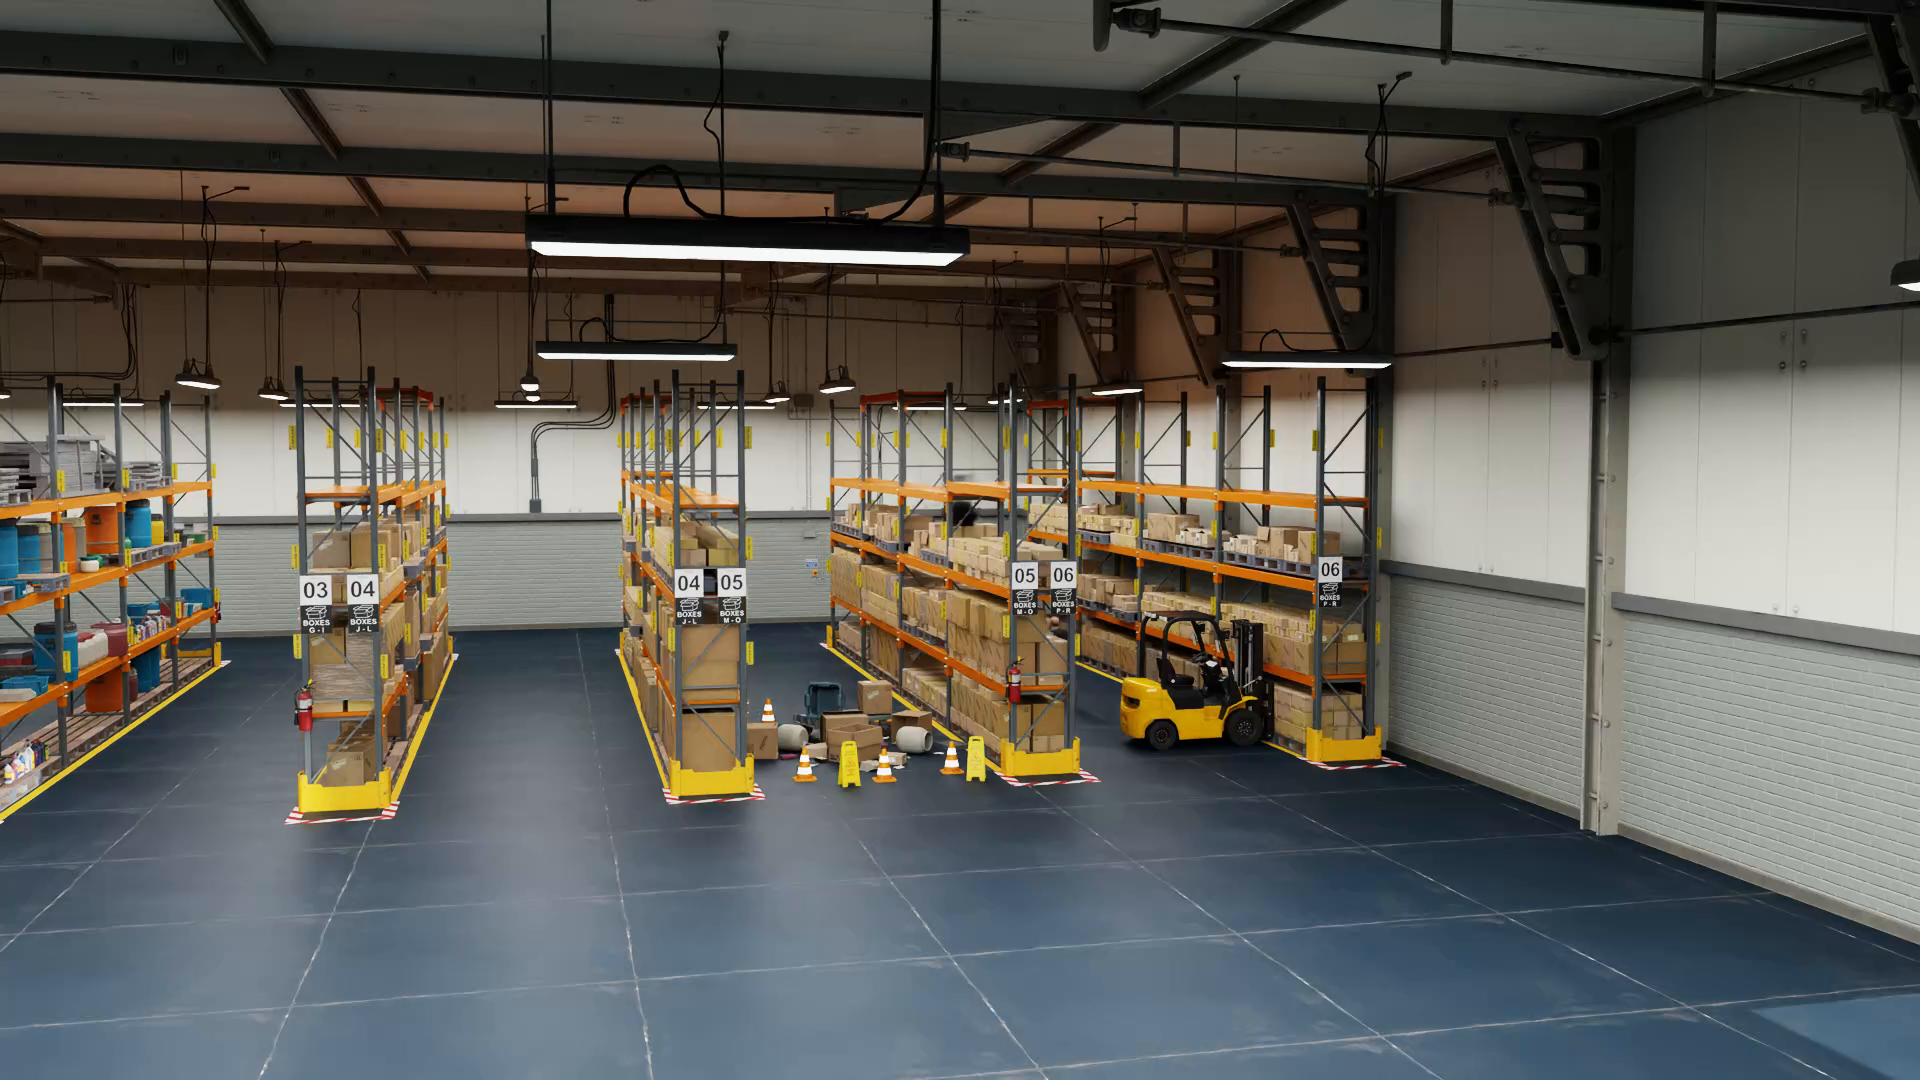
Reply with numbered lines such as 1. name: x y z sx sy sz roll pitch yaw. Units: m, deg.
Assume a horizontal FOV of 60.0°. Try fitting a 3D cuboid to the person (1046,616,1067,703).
1. person: 1.867 2.296 31.546 0.654 1.674 0.759 -2 4 -27
